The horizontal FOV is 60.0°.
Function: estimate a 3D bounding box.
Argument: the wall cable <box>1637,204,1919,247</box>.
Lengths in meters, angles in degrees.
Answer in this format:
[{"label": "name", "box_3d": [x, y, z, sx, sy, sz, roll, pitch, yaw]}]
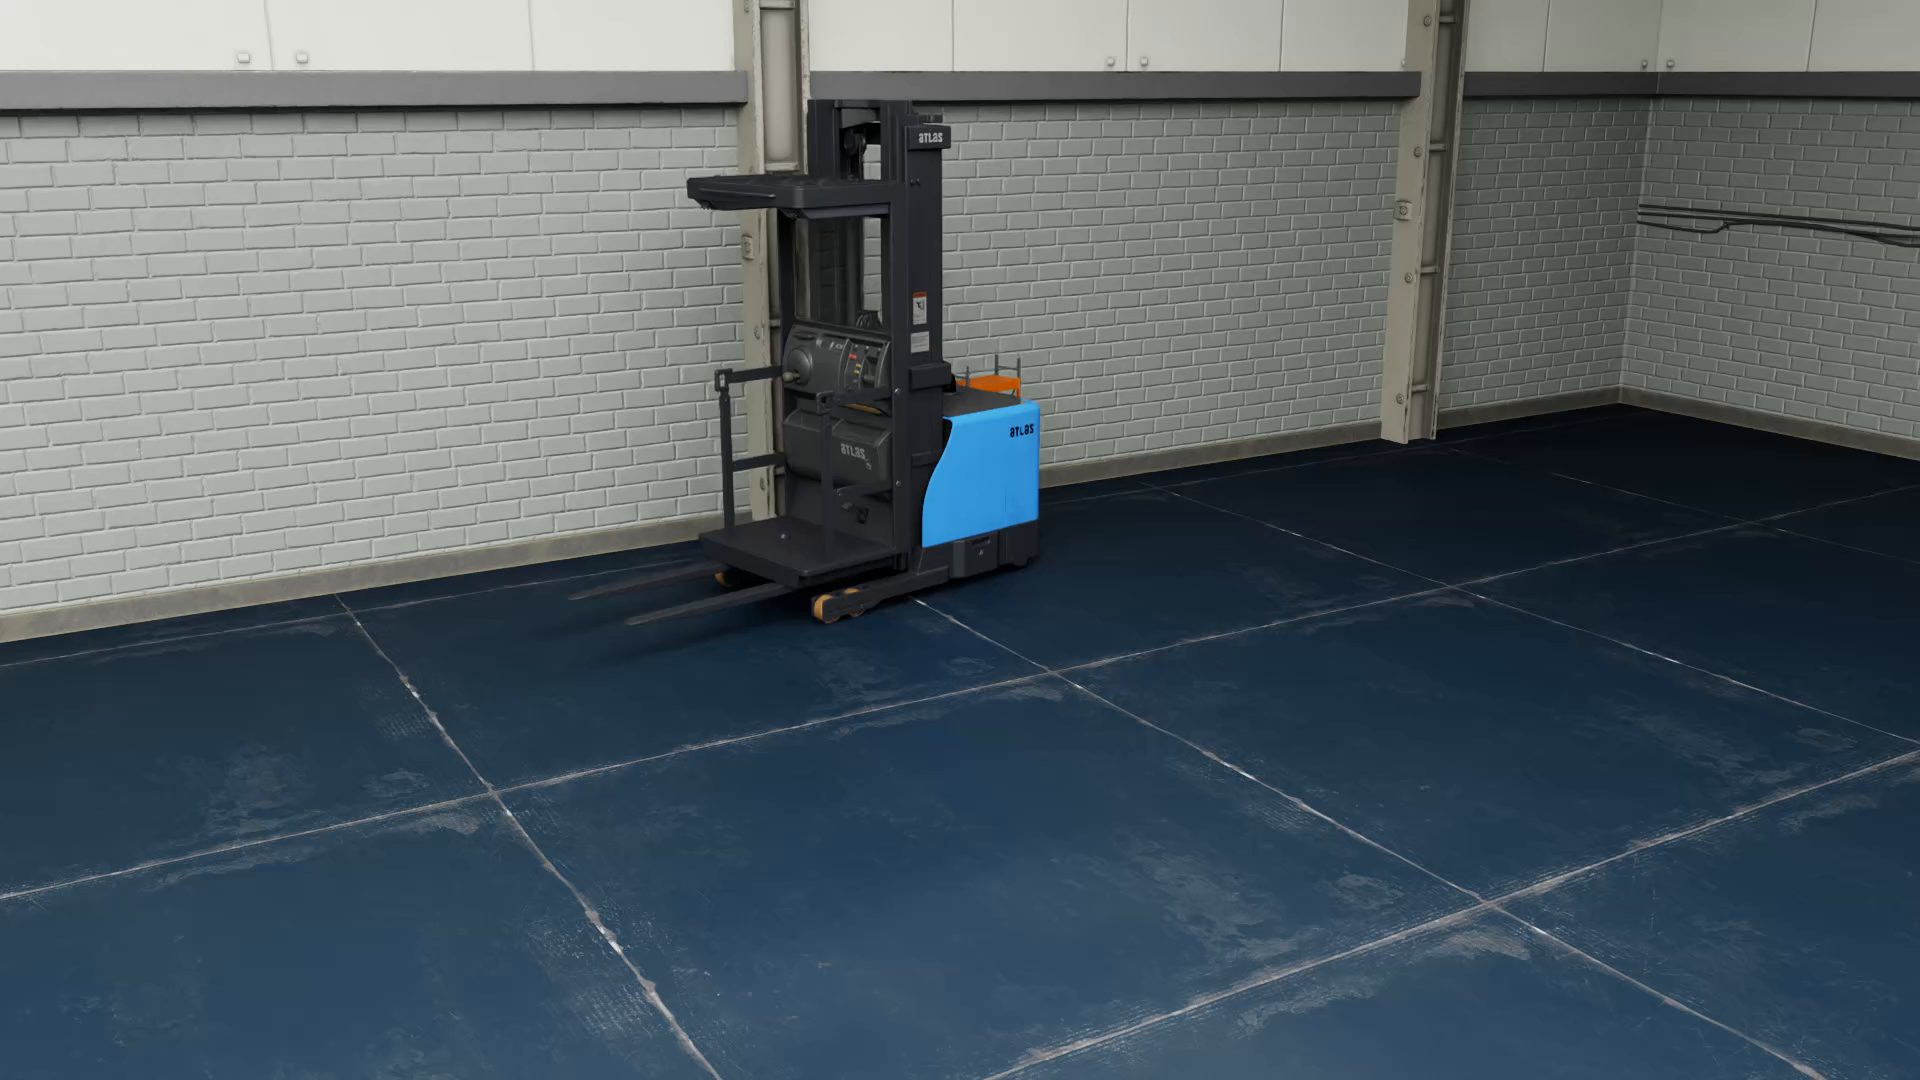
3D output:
[{"label": "wall cable", "box_3d": [7.132, -3.836, 14.175, 0.112, 2.526, 3.097, -9, 18, -30]}]

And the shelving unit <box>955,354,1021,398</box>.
[{"label": "shelving unit", "box_3d": [0.153, -0.650, 11.504, 0.503, 1.200, 0.258, -14, 21, -41]}]

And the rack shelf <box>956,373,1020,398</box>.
[{"label": "rack shelf", "box_3d": [0.153, -1.028, 11.398, 0.480, 0.148, 0.258, -14, 21, -41]}]

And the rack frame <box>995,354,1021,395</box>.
[{"label": "rack frame", "box_3d": [0.330, -0.695, 11.665, 0.015, 1.200, 0.240, -14, 21, -41]}]

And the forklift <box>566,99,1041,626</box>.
[{"label": "forklift", "box_3d": [-0.899, -1.083, 9.843, 3.031, 2.935, 1.130, -14, 21, -41]}]

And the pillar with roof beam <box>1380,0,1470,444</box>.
[{"label": "pillar with roof beam", "box_3d": [6.143, -4.232, 9.834, 0.400, 9.000, 9.100, -9, 18, -30]}]

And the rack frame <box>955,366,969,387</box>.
[{"label": "rack frame", "box_3d": [-0.025, -0.604, 11.343, 0.015, 1.200, 0.240, -14, 21, -41]}]

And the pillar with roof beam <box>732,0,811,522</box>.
[{"label": "pillar with roof beam", "box_3d": [1.000, -3.398, 6.858, 0.400, 9.000, 9.100, -9, 18, -30]}]
